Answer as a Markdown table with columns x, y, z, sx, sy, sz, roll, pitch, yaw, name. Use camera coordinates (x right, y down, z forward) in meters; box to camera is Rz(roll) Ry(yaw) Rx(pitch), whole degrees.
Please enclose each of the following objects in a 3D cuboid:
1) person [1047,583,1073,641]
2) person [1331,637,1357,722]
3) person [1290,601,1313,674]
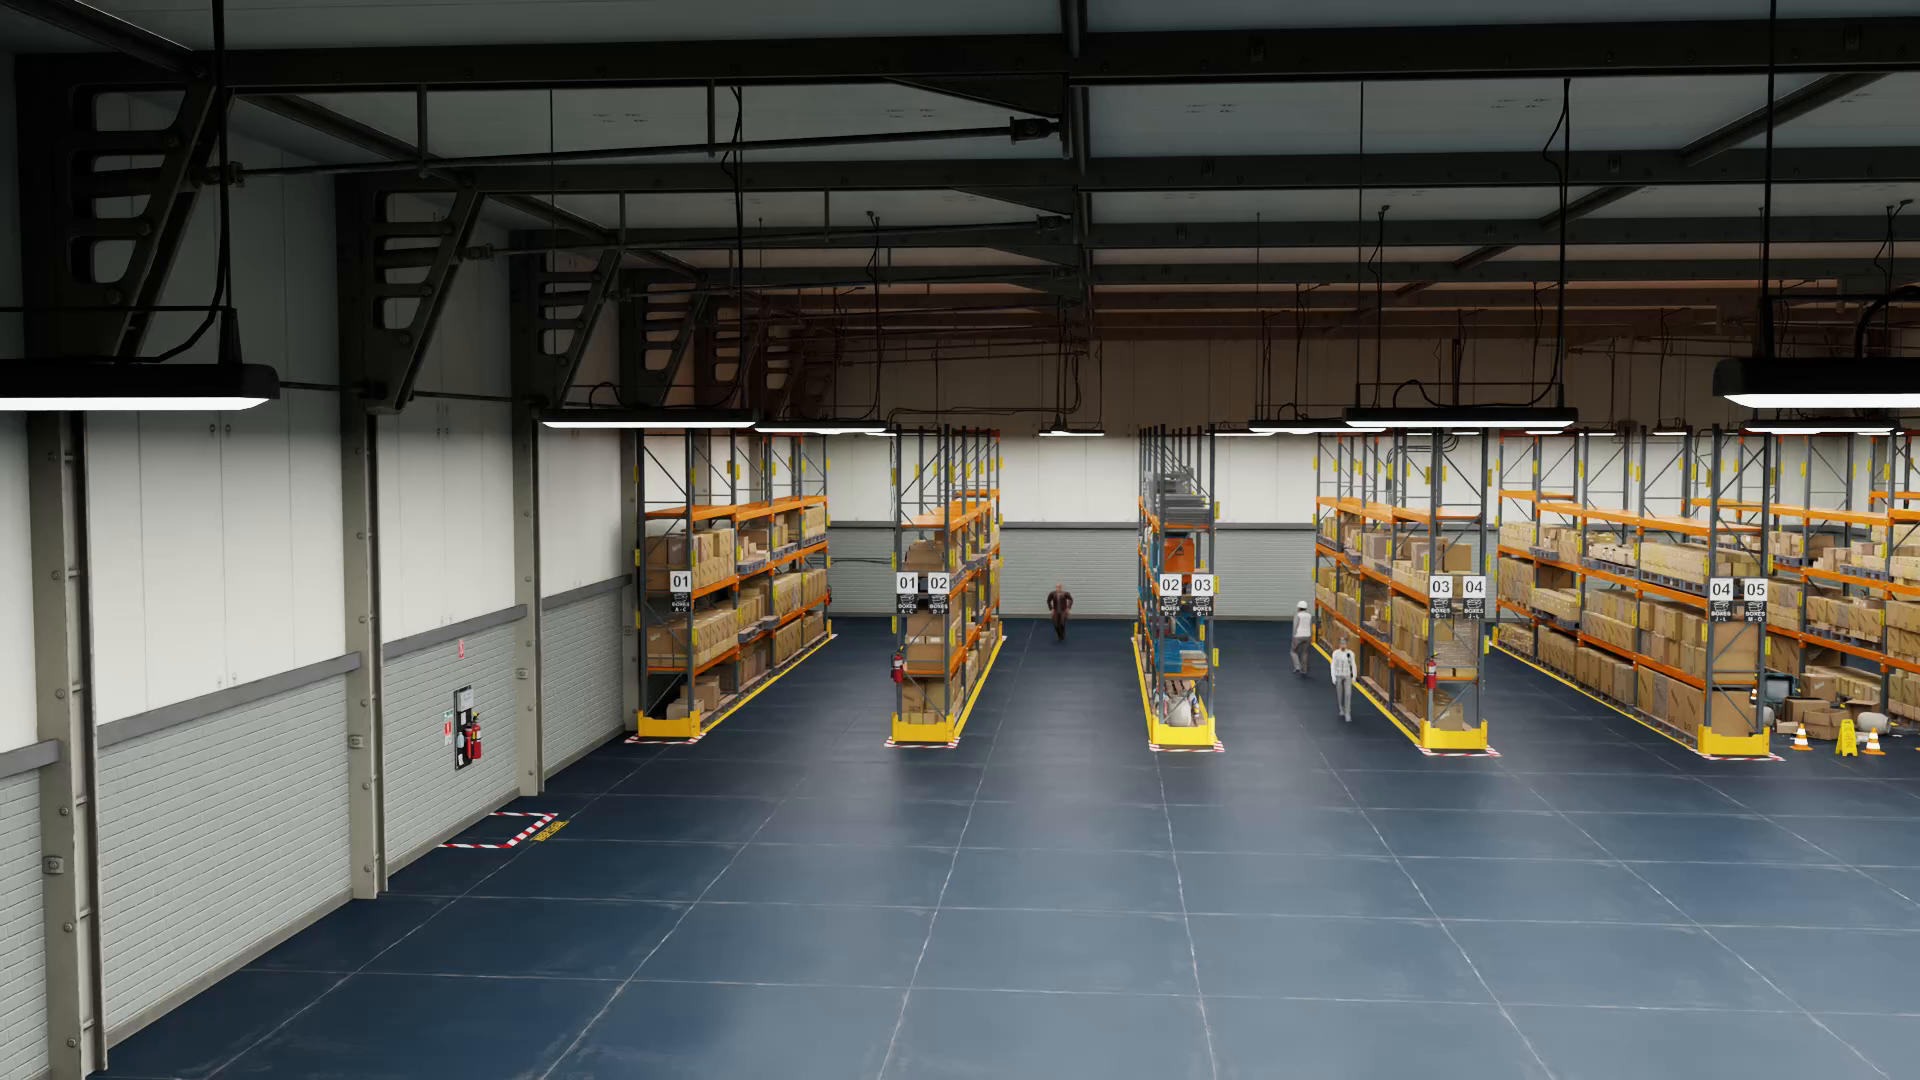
| x | y | z | sx | sy | sz | roll | pitch | yaw | name |
| --- | --- | --- | --- | --- | --- | --- | --- | --- | --- |
| 2.829 | 2.033 | 46.957 | 0.746 | 1.687 | 0.647 | 1 | 4 | 12 | person |
| 7.844 | 2.819 | 34.051 | 0.510 | 1.677 | 0.796 | 1 | 4 | 22 | person |
| 8.336 | 2.380 | 40.553 | 0.567 | 1.800 | 0.389 | -1 | 4 | -19 | person |
